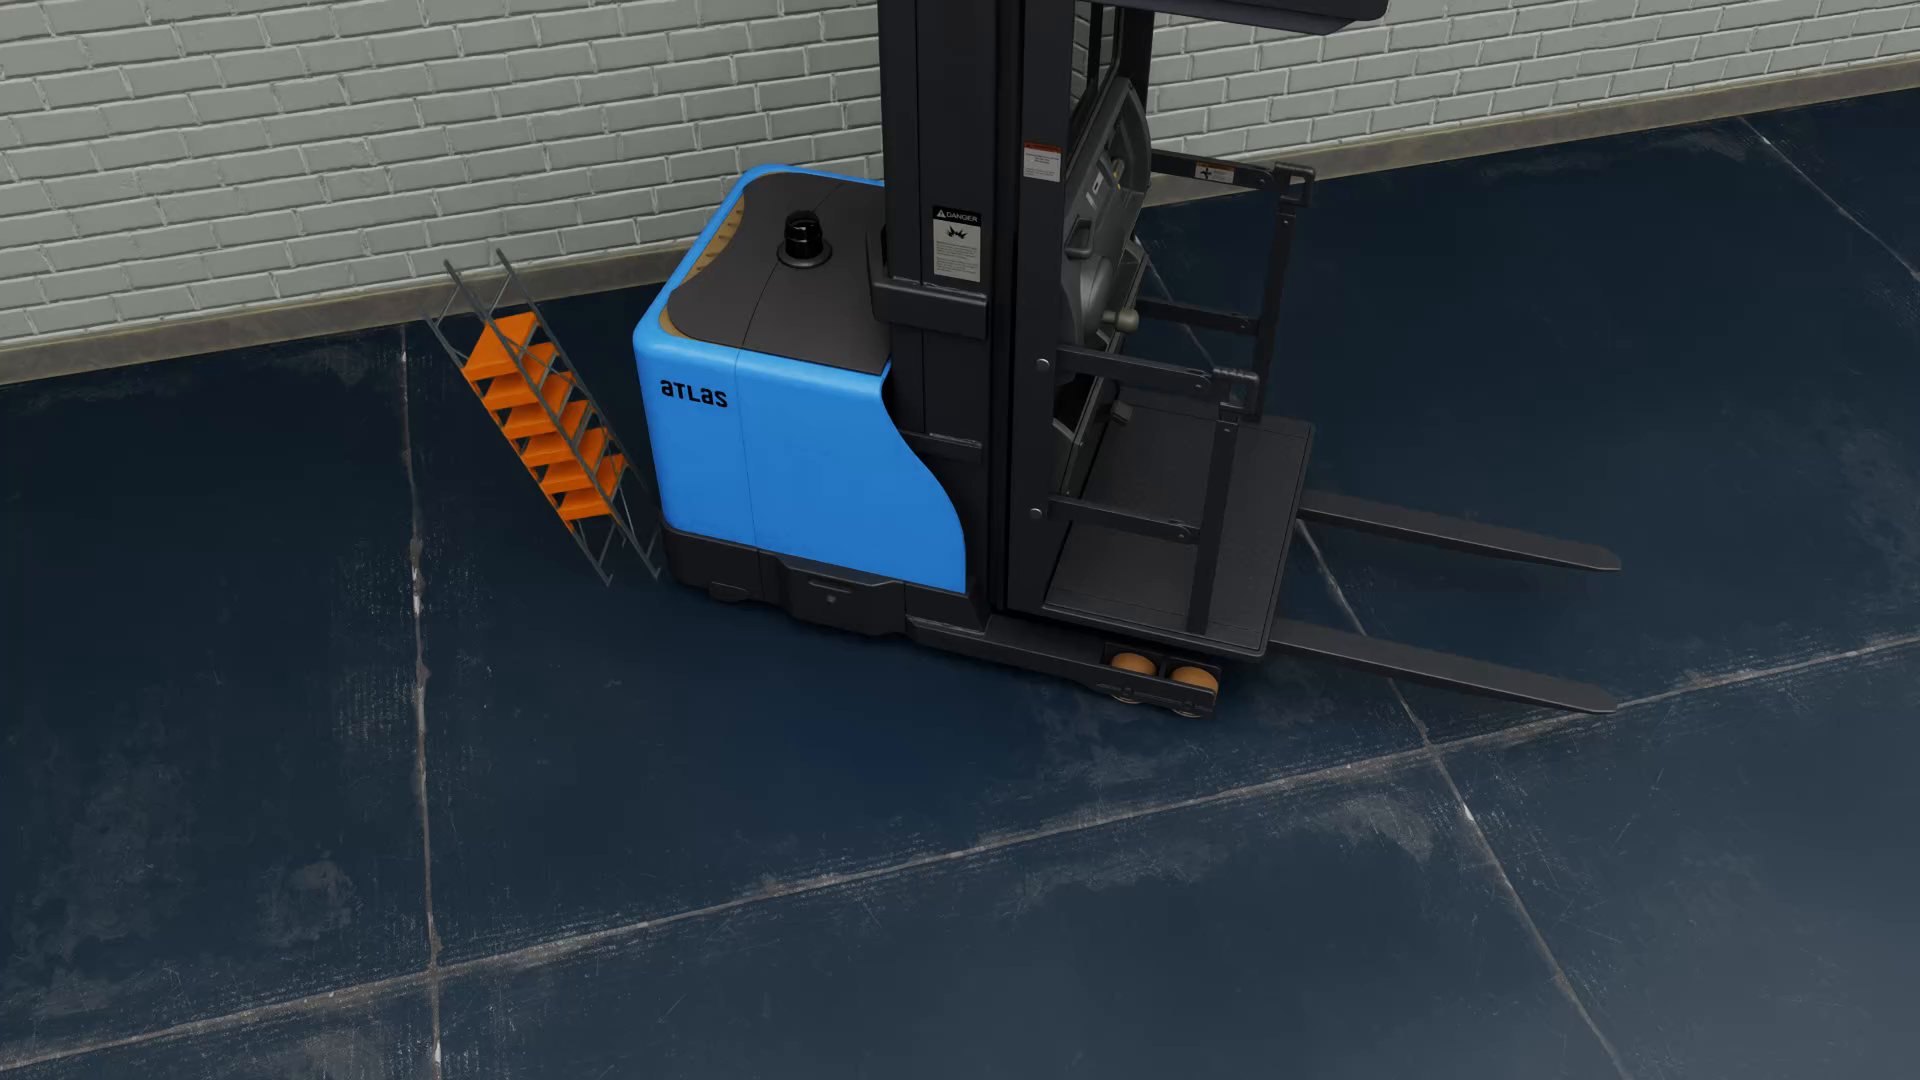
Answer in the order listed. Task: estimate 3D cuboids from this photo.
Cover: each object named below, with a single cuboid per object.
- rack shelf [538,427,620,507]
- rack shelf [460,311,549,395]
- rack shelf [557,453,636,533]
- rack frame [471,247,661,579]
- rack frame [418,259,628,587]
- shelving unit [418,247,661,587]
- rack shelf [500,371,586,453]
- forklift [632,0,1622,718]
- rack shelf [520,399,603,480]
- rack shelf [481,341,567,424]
[{"bbox_3d":[-1.222,-0.242,5.365,0.180,0.103,0.258,-9,43,18],"label":"rack shelf"},{"bbox_3d":[-1.377,-0.573,5.054,0.180,0.103,0.258,-9,43,18],"label":"rack shelf"},{"bbox_3d":[-1.183,-0.159,5.443,0.180,0.103,0.258,-9,43,18],"label":"rack shelf"},{"bbox_3d":[-1.189,-0.369,5.230,0.006,1.200,0.240,-9,43,18],"label":"rack frame"},{"bbox_3d":[-1.361,-0.342,5.287,0.006,1.200,0.240,-9,43,18],"label":"rack frame"},{"bbox_3d":[-1.275,-0.355,5.259,0.189,1.200,0.258,-9,43,18],"label":"shelving unit"},{"bbox_3d":[-1.299,-0.408,5.210,0.180,0.103,0.258,-9,43,18],"label":"rack shelf"},{"bbox_3d":[0.596,-0.898,4.577,3.031,2.935,1.130,12,47,12],"label":"forklift"},{"bbox_3d":[-1.261,-0.325,5.287,0.180,0.103,0.258,-9,43,18],"label":"rack shelf"},{"bbox_3d":[-1.338,-0.490,5.132,0.180,0.103,0.258,-9,43,18],"label":"rack shelf"}]
